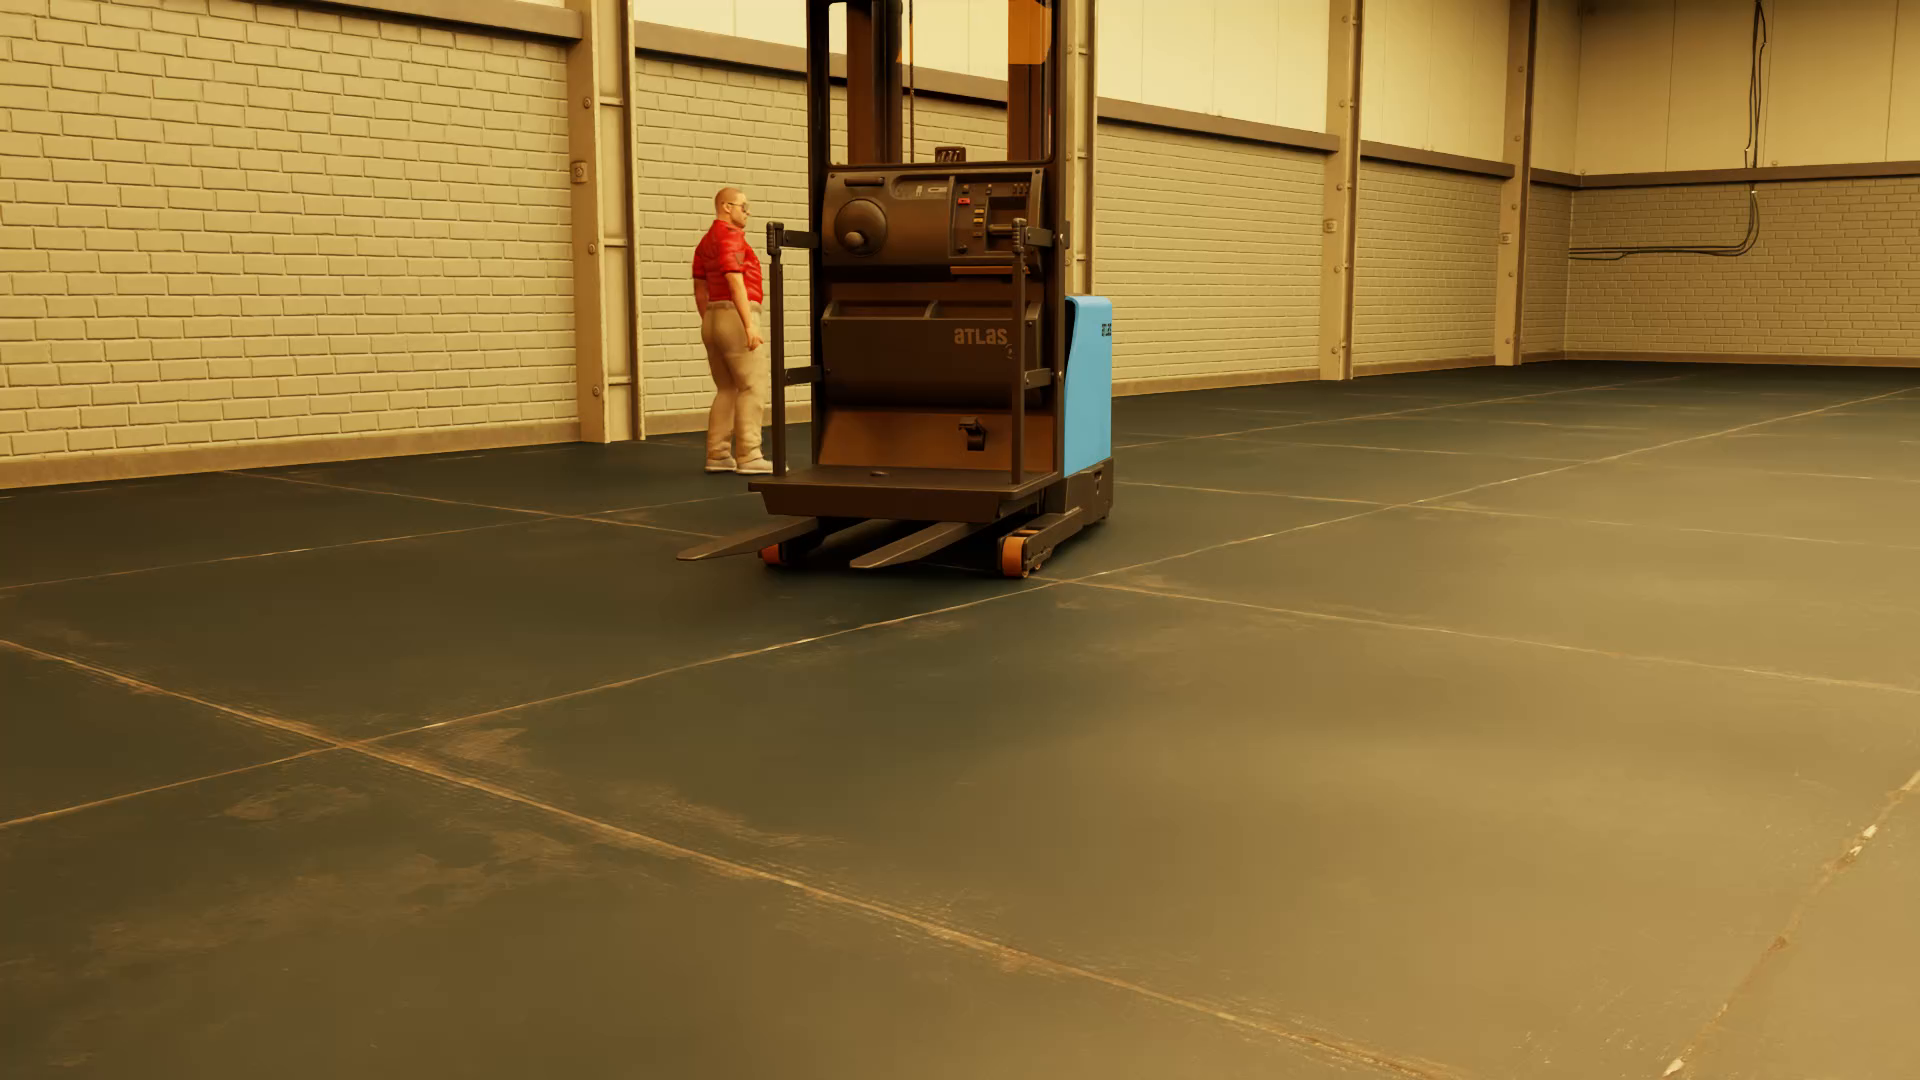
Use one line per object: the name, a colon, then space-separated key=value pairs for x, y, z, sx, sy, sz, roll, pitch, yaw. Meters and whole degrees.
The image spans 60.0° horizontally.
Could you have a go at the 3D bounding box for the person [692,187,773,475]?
person: x=-1.343 y=-1.272 z=10.138 sx=0.422 sy=1.727 sz=0.668 roll=-6 pitch=10 yaw=-35

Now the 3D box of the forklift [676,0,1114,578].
forklift: x=-0.176 y=-1.366 z=6.616 sx=1.130 sy=2.935 sz=3.031 roll=3 pitch=9 yaw=17
